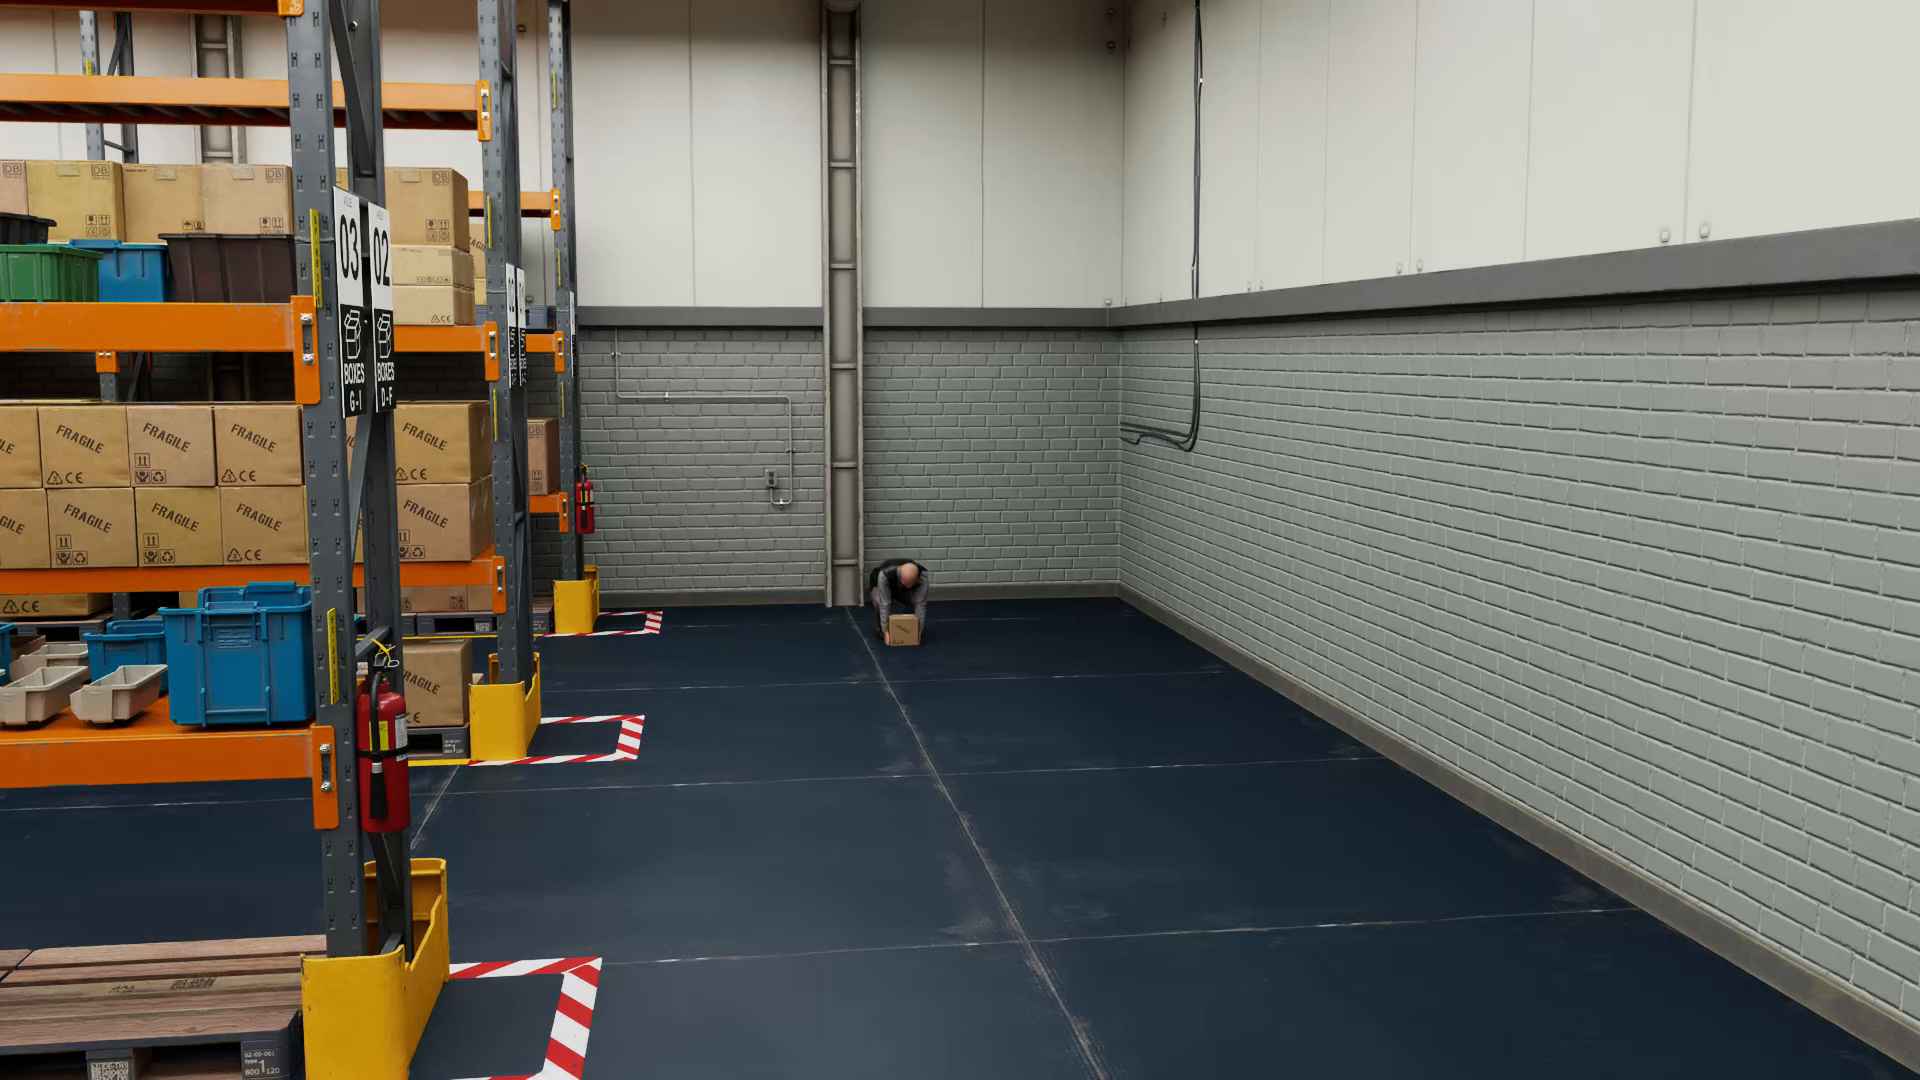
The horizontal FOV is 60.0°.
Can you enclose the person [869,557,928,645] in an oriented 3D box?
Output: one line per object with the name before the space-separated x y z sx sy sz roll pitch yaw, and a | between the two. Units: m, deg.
person | -0.562 0.563 15.385 0.507 0.819 0.920 -1 7 -10
